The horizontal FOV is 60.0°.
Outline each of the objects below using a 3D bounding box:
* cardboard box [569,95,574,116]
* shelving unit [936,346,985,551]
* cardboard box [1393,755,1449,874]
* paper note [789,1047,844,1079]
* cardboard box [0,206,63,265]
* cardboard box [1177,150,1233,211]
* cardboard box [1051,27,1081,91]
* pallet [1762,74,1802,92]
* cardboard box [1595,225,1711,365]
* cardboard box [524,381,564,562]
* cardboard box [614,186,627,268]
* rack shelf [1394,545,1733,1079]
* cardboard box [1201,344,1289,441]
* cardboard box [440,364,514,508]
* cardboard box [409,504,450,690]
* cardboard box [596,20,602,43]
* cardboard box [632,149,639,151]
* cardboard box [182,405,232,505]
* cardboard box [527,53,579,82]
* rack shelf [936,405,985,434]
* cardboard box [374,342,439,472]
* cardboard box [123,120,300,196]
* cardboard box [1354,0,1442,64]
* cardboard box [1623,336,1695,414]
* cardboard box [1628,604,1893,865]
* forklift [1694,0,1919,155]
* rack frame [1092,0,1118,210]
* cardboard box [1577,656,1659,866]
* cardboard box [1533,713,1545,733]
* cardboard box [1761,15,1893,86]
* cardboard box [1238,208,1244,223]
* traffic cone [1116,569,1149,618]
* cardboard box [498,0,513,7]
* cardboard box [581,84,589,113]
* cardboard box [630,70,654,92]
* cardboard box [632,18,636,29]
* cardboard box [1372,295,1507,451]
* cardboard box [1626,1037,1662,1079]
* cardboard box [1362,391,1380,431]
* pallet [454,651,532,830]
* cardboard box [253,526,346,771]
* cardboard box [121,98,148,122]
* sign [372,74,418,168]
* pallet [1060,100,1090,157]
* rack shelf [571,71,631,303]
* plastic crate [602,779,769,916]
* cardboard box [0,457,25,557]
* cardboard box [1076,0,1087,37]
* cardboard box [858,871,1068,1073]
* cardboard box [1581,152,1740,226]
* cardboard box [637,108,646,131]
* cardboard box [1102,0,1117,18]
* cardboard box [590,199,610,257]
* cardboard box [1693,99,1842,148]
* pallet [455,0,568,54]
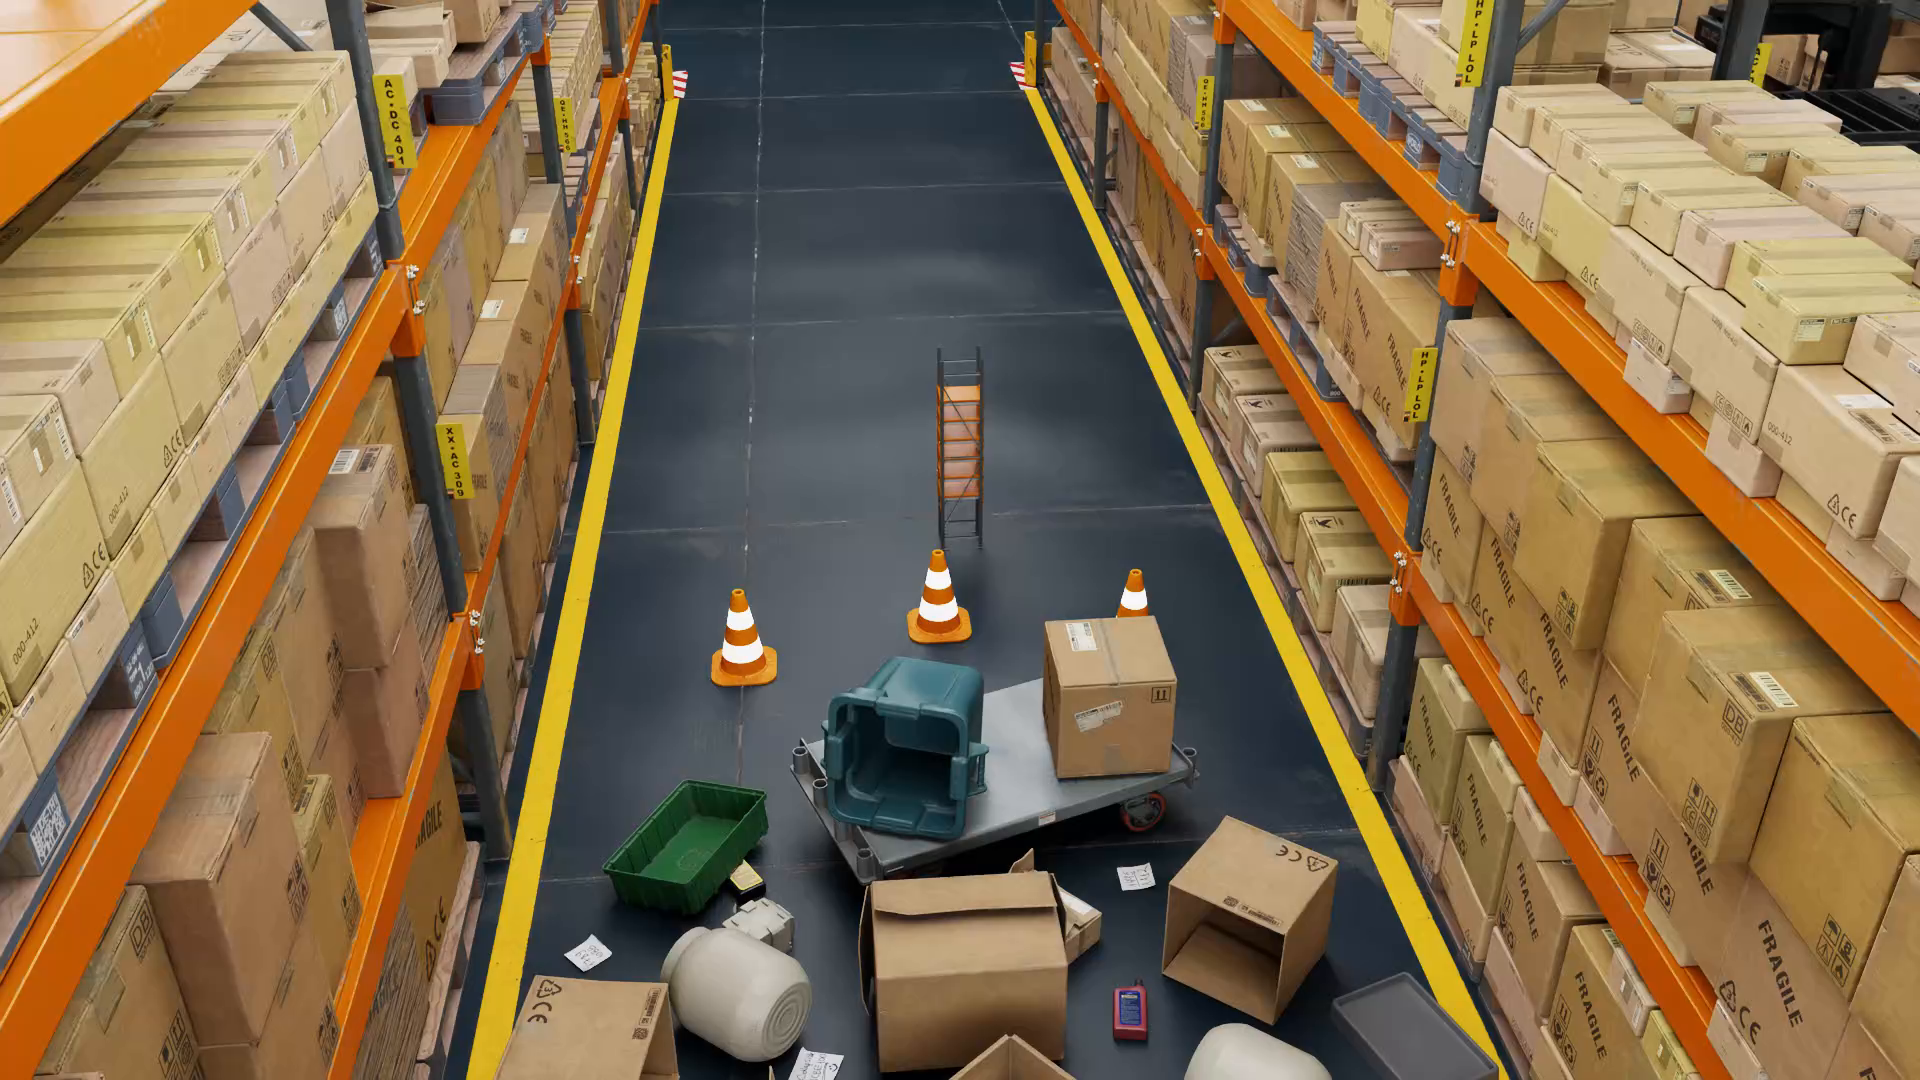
[{"bbox_3d":[-2.820,-2.899,11.224,0.380,0.149,0.250,-3,31,-5],"label":"cardboard box"},{"bbox_3d":[0.001,-0.508,9.430,0.258,1.200,0.189,-3,31,-5],"label":"shelving unit"},{"bbox_3d":[2.206,1.156,7.162,0.500,0.250,0.500,-4,31,-7],"label":"cardboard box"},{"bbox_3d":[-0.550,2.014,6.357,0.172,0.023,0.155,8,32,13],"label":"paper note"},{"bbox_3d":[-2.636,-0.666,4.364,0.500,0.250,0.500,-3,31,-5],"label":"cardboard box"},{"bbox_3d":[1.741,-2.382,10.960,0.500,0.250,0.500,-4,31,-6],"label":"cardboard box"},{"bbox_3d":[1.460,-5.033,17.341,0.875,0.438,0.875,-4,31,-6],"label":"cardboard box"},{"bbox_3d":[6.802,-3.351,12.622,1.003,0.211,1.213,-3,31,-5],"label":"pallet"},{"bbox_3d":[2.280,-0.753,5.016,0.500,0.250,0.500,-2,31,-4],"label":"cardboard box"},{"bbox_3d":[-2.820,-0.365,9.221,1.050,0.750,0.750,-2,31,-4],"label":"cardboard box"},{"bbox_3d":[-2.879,-2.434,12.928,0.500,0.500,0.500,-3,31,-6],"label":"cardboard box"},{"bbox_3d":[2.607,1.171,5.566,1.077,0.370,4.000,-3,31,-5],"label":"rack shelf"},{"bbox_3d":[2.089,-0.964,10.592,0.950,0.372,0.625,-5,31,-8],"label":"cardboard box"},{"bbox_3d":[-2.328,-0.452,7.484,0.500,0.500,0.500,-3,31,-4],"label":"cardboard box"},{"bbox_3d":[-2.452,0.254,6.254,0.875,0.550,0.550,-3,31,-5],"label":"cardboard box"},{"bbox_3d":[-3.013,-3.961,13.002,0.380,0.149,0.250,-2,31,-3],"label":"cardboard box"},{"bbox_3d":[-3.060,-3.372,14.842,0.380,0.149,0.250,-3,31,-5],"label":"cardboard box"},{"bbox_3d":[-1.980,-0.195,3.965,0.380,0.149,0.250,-2,31,-4],"label":"cardboard box"},{"bbox_3d":[-2.867,-3.284,11.578,0.380,0.149,0.250,-3,31,-5],"label":"cardboard box"},{"bbox_3d":[0.001,-0.676,9.330,0.258,0.103,0.180,-3,31,-5],"label":"rack shelf"},{"bbox_3d":[-2.551,-0.595,6.749,0.700,0.500,0.500,-3,31,-5],"label":"cardboard box"},{"bbox_3d":[-2.078,-1.059,4.633,0.380,0.149,0.250,-2,31,-4],"label":"cardboard box"},{"bbox_3d":[2.132,-2.372,7.609,0.500,0.250,0.500,-2,31,-4],"label":"cardboard box"},{"bbox_3d":[2.238,-0.505,4.991,0.380,0.149,0.250,-3,31,-6],"label":"cardboard box"},{"bbox_3d":[2.339,0.519,4.593,0.700,0.500,0.500,-3,31,-5],"label":"cardboard box"},{"bbox_3d":[4.580,-1.392,9.222,1.130,2.935,3.031,-3,31,-4],"label":"forklift"},{"bbox_3d":[1.673,-4.243,13.929,1.000,3.000,0.127,-3,31,-5],"label":"rack frame"},{"bbox_3d":[2.355,0.678,5.303,0.500,0.500,0.500,-2,31,-4],"label":"cardboard box"},{"bbox_3d":[2.305,0.649,5.984,0.380,0.149,0.250,-3,31,-5],"label":"cardboard box"},{"bbox_3d":[6.558,-3.783,12.652,0.700,0.500,0.500,-3,31,-5],"label":"cardboard box"},{"bbox_3d":[1.885,-1.952,9.929,0.380,0.149,0.250,-5,31,-8],"label":"cardboard box"},{"bbox_3d":[0.910,0.365,8.689,0.336,0.463,0.334,-3,31,-5],"label":"traffic cone"},{"bbox_3d":[-2.476,-2.865,8.277,0.500,0.311,0.500,-3,31,-5],"label":"cardboard box"},{"bbox_3d":[-2.887,-3.168,11.965,0.380,0.149,0.250,-1,31,-2],"label":"cardboard box"},{"bbox_3d":[-3.160,-4.423,16.021,0.380,0.149,0.250,-2,31,-3],"label":"cardboard box"},{"bbox_3d":[-3.118,-4.677,14.900,0.380,0.149,0.250,-1,31,-2],"label":"cardboard box"},{"bbox_3d":[2.148,-0.734,7.258,0.500,0.500,0.500,-3,31,-6],"label":"cardboard box"},{"bbox_3d":[2.407,1.899,5.187,0.500,0.500,0.500,-2,31,-3],"label":"cardboard box"},{"bbox_3d":[2.090,-0.616,7.692,0.380,0.149,0.250,-4,31,-6],"label":"cardboard box"},{"bbox_3d":[-2.646,0.937,7.976,1.003,0.211,1.213,-3,31,-5],"label":"pallet"},{"bbox_3d":[-2.418,0.350,5.040,0.875,0.550,0.550,-3,31,-5],"label":"cardboard box"},{"bbox_3d":[-2.803,-1.413,5.226,0.380,0.149,0.250,-2,31,-4],"label":"cardboard box"},{"bbox_3d":[-1.946,-1.441,5.731,0.100,0.325,0.005,-3,31,-5],"label":"sign"},{"bbox_3d":[1.562,-4.062,16.345,1.003,0.211,1.213,-3,31,-5],"label":"pallet"},{"bbox_3d":[-3.059,-2.624,11.920,1.077,0.370,4.000,-3,31,-5],"label":"rack shelf"},{"bbox_3d":[-1.178,1.339,7.270,0.450,0.188,0.662,4,30,26],"label":"plastic crate"},{"bbox_3d":[-1.886,-0.017,2.889,0.380,0.149,0.250,-3,31,-5],"label":"cardboard box"},{"bbox_3d":[1.321,-4.773,14.718,0.500,0.500,0.500,-3,31,-6],"label":"cardboard box"},{"bbox_3d":[0.013,1.645,6.374,0.797,0.637,0.503,-3,31,-5],"label":"cardboard box"},{"bbox_3d":[2.192,-1.102,5.213,0.380,0.149,0.250,-3,31,-5],"label":"cardboard box"},{"bbox_3d":[-3.118,-3.898,15.431,0.380,0.149,0.250,-3,31,-5],"label":"cardboard box"},{"bbox_3d":[1.428,-4.477,13.248,0.500,0.500,0.500,-2,31,-4],"label":"cardboard box"},{"bbox_3d":[-2.777,-2.217,11.834,0.500,0.250,0.500,-3,31,-4],"label":"cardboard box"},{"bbox_3d":[2.768,-1.400,5.712,0.380,0.149,0.250,-3,31,-6],"label":"cardboard box"},{"bbox_3d":[-2.760,-2.792,8.759,1.213,0.211,1.003,-1,31,-2],"label":"pallet"}]
